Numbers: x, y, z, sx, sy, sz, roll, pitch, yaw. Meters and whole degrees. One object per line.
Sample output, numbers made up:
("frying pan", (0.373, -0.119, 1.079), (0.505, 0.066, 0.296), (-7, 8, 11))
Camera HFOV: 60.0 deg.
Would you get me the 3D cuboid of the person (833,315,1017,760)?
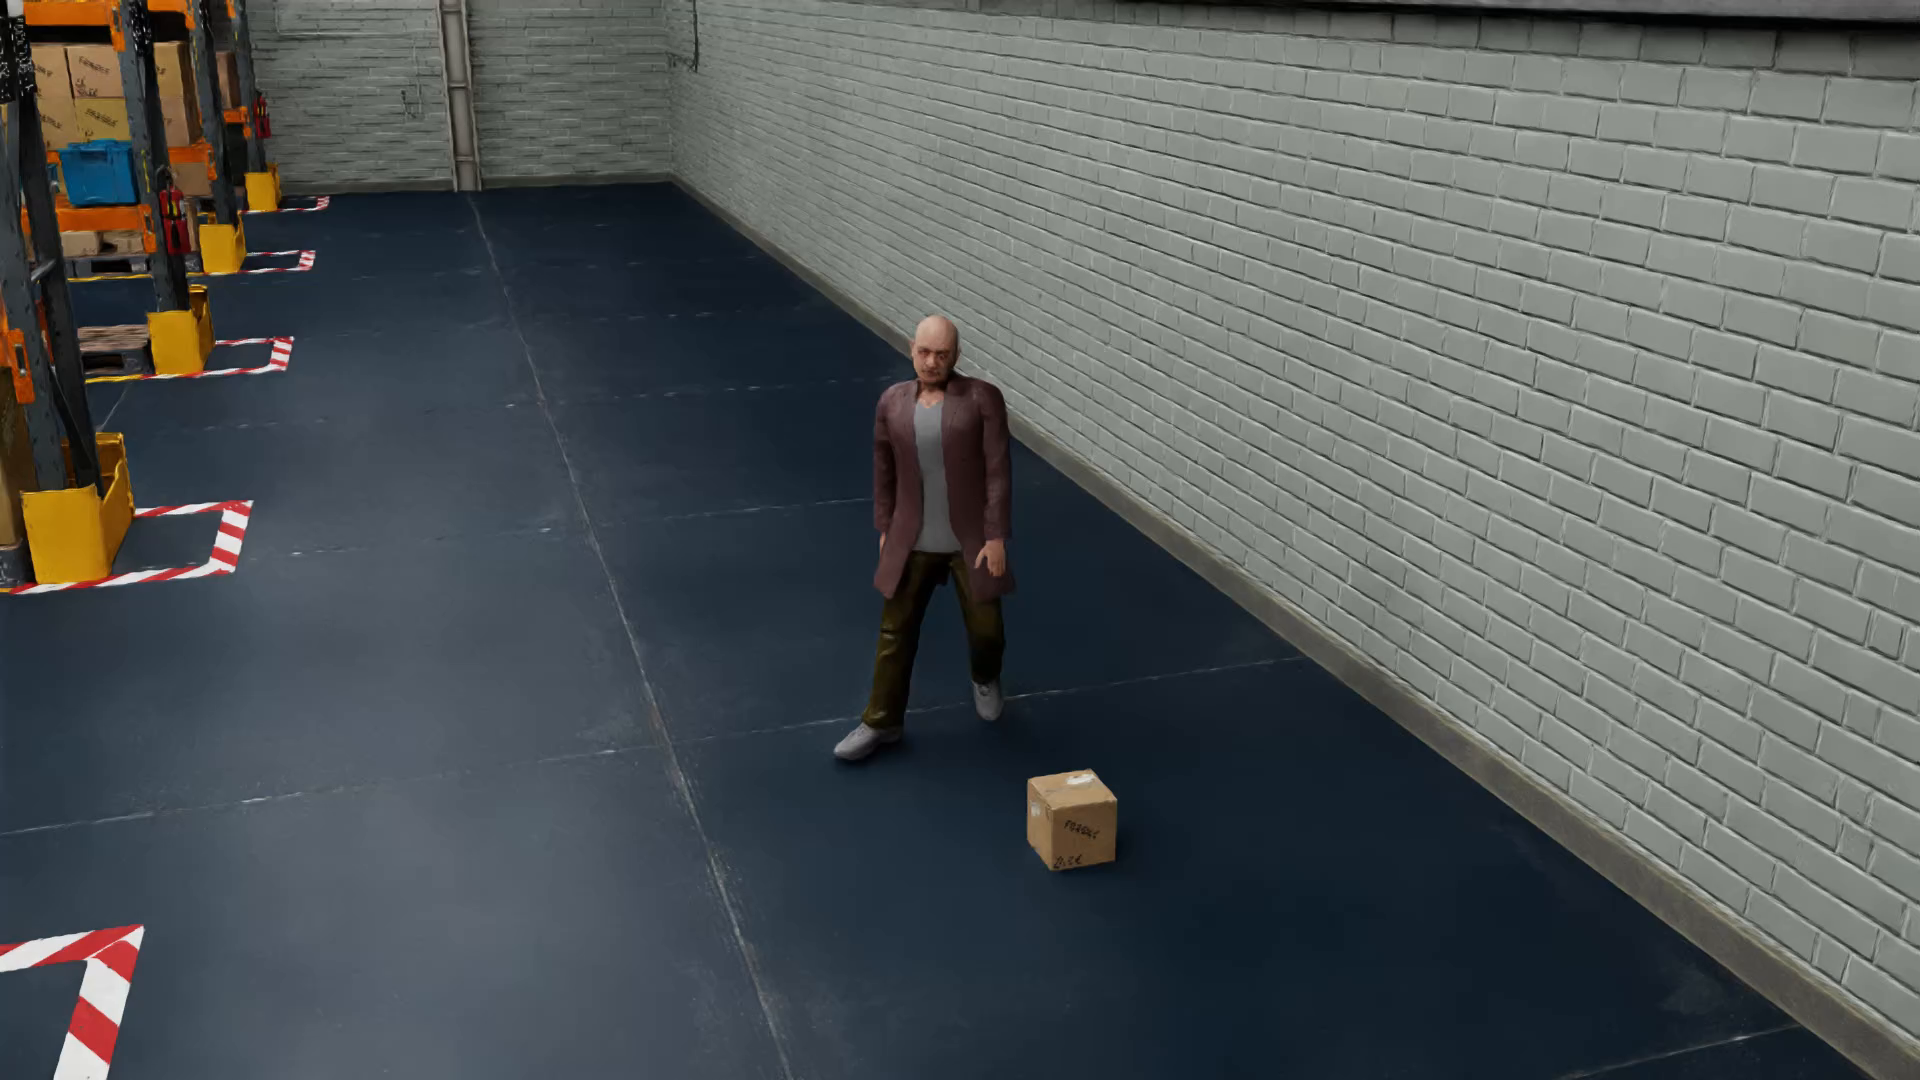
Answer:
("person", (-0.095, -0.026, 6.610), (0.698, 1.771, 0.703), (5, 20, 13))
